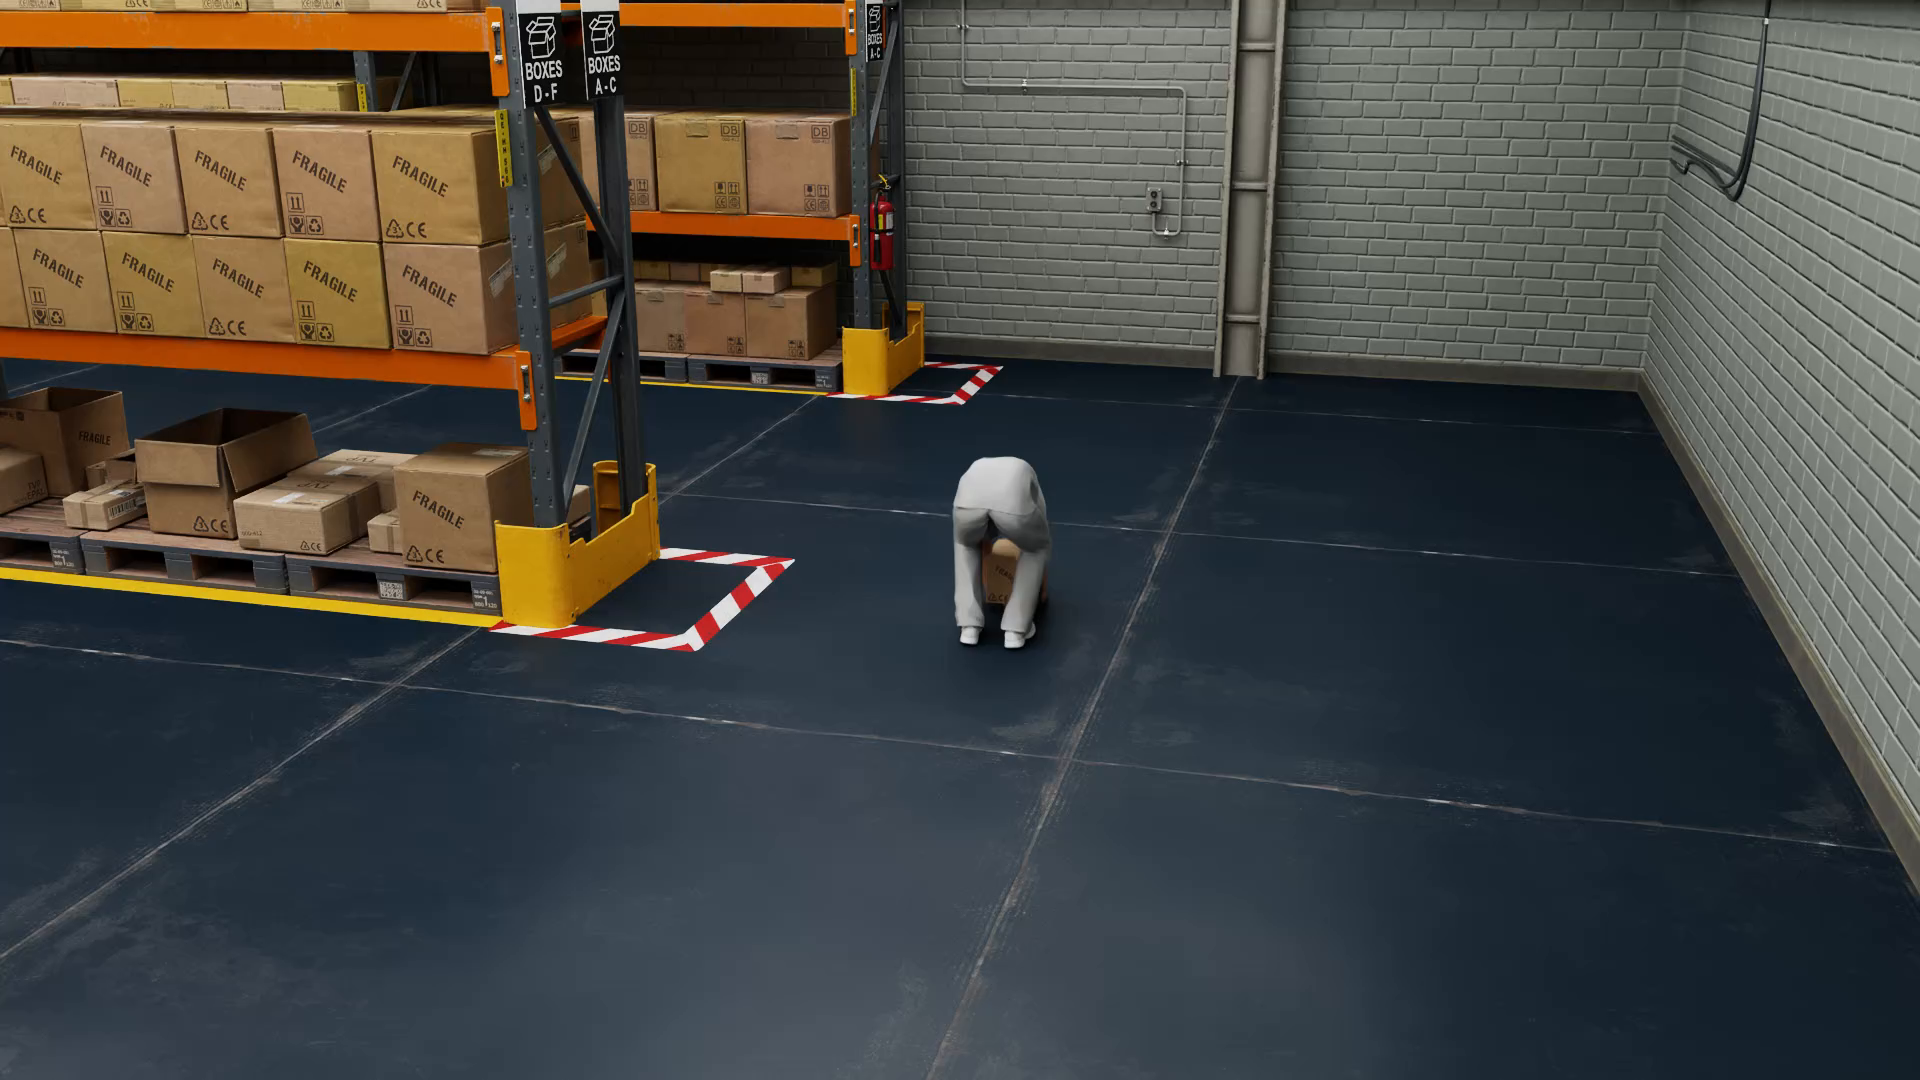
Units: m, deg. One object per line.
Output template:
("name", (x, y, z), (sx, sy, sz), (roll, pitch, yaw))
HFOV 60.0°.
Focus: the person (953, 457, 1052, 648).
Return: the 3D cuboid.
("person", (0.202, -0.006, 7.838), (0.472, 0.880, 0.849), (4, 19, 11))
